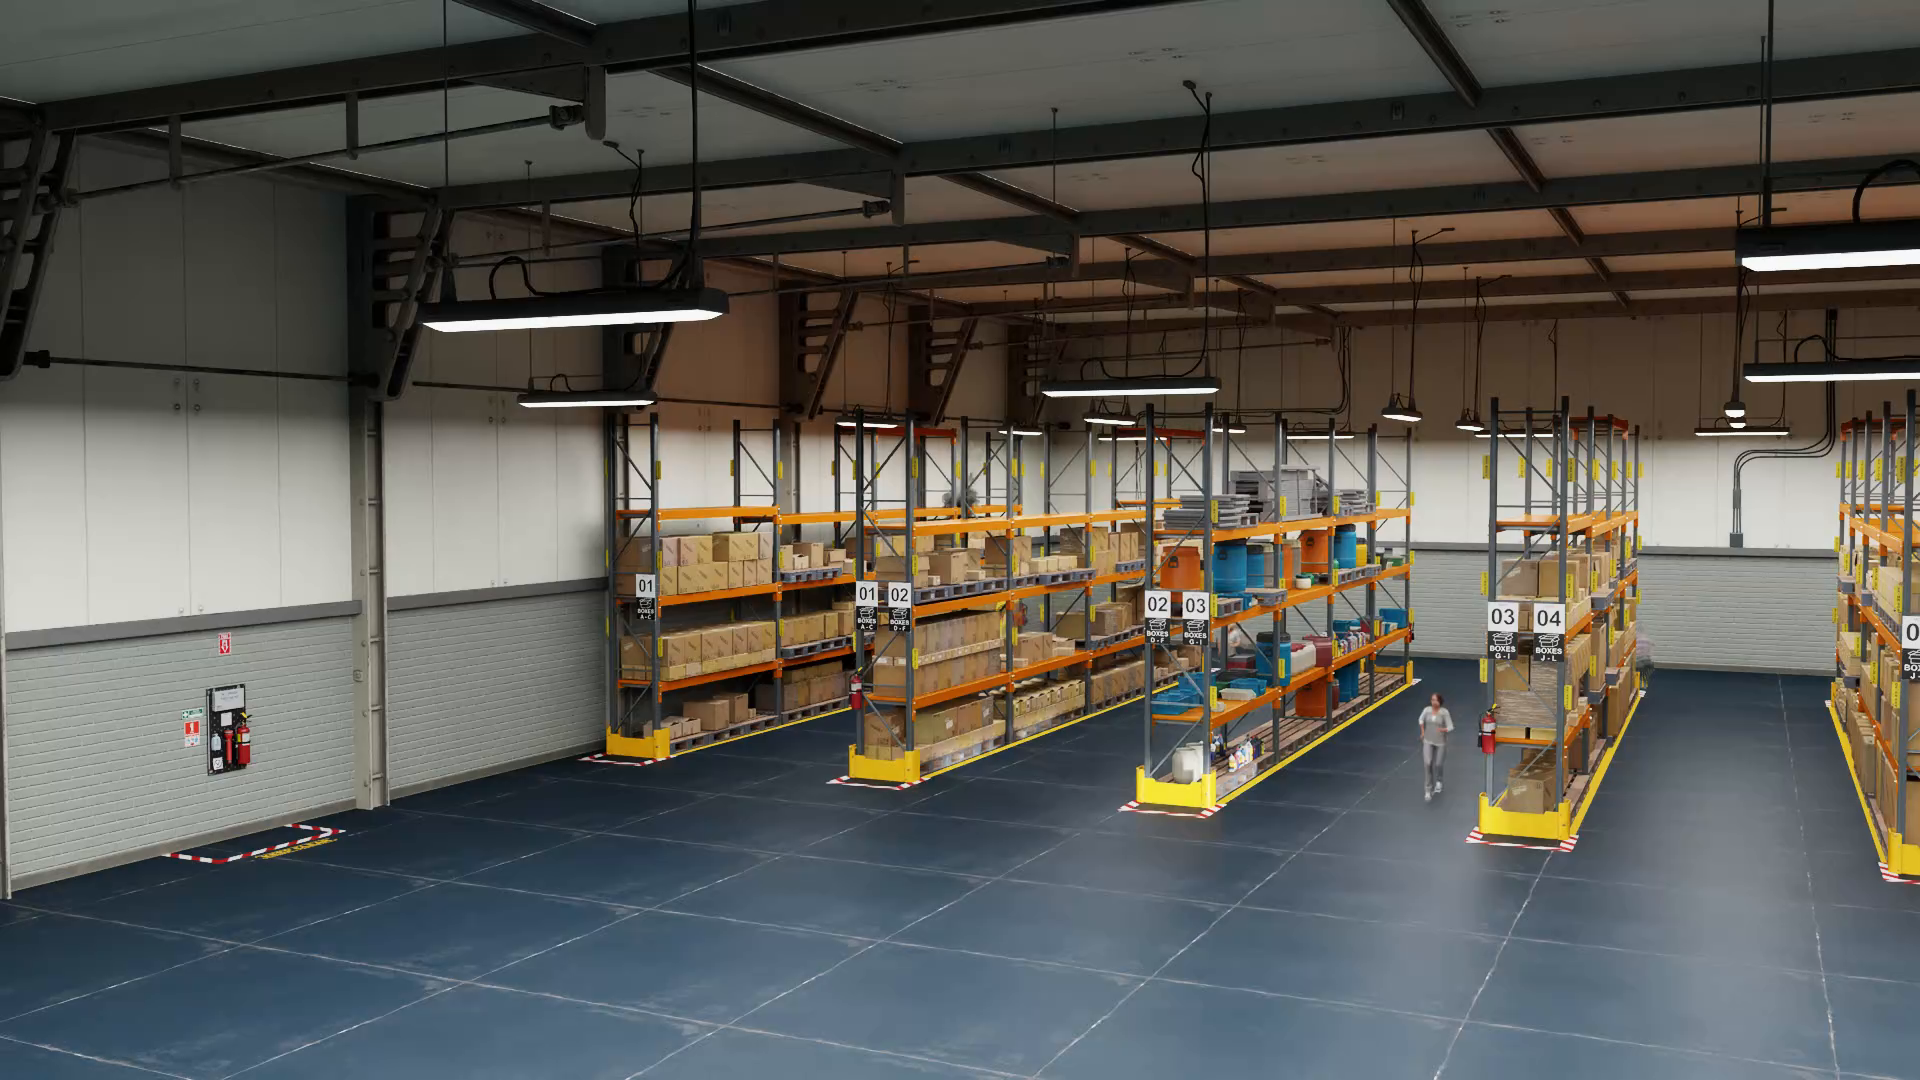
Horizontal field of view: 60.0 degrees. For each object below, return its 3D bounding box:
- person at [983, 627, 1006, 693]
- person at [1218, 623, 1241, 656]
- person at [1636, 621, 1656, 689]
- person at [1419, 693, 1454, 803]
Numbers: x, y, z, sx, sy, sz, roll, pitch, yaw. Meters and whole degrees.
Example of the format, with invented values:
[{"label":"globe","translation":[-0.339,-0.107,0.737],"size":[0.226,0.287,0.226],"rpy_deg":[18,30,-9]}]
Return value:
[{"label":"person","translation":[0.698,2.528,36.843],"size":[0.672,1.785,0.720],"rpy_deg":[0,2,10]},{"label":"person","translation":[5.990,2.612,37.042],"size":[0.529,1.713,0.817],"rpy_deg":[1,2,13]},{"label":"person","translation":[15.587,2.628,37.977],"size":[0.545,1.554,0.601],"rpy_deg":[-1,3,-30]},{"label":"person","translation":[7.235,3.127,25.300],"size":[0.533,1.628,0.823],"rpy_deg":[1,3,22]}]
